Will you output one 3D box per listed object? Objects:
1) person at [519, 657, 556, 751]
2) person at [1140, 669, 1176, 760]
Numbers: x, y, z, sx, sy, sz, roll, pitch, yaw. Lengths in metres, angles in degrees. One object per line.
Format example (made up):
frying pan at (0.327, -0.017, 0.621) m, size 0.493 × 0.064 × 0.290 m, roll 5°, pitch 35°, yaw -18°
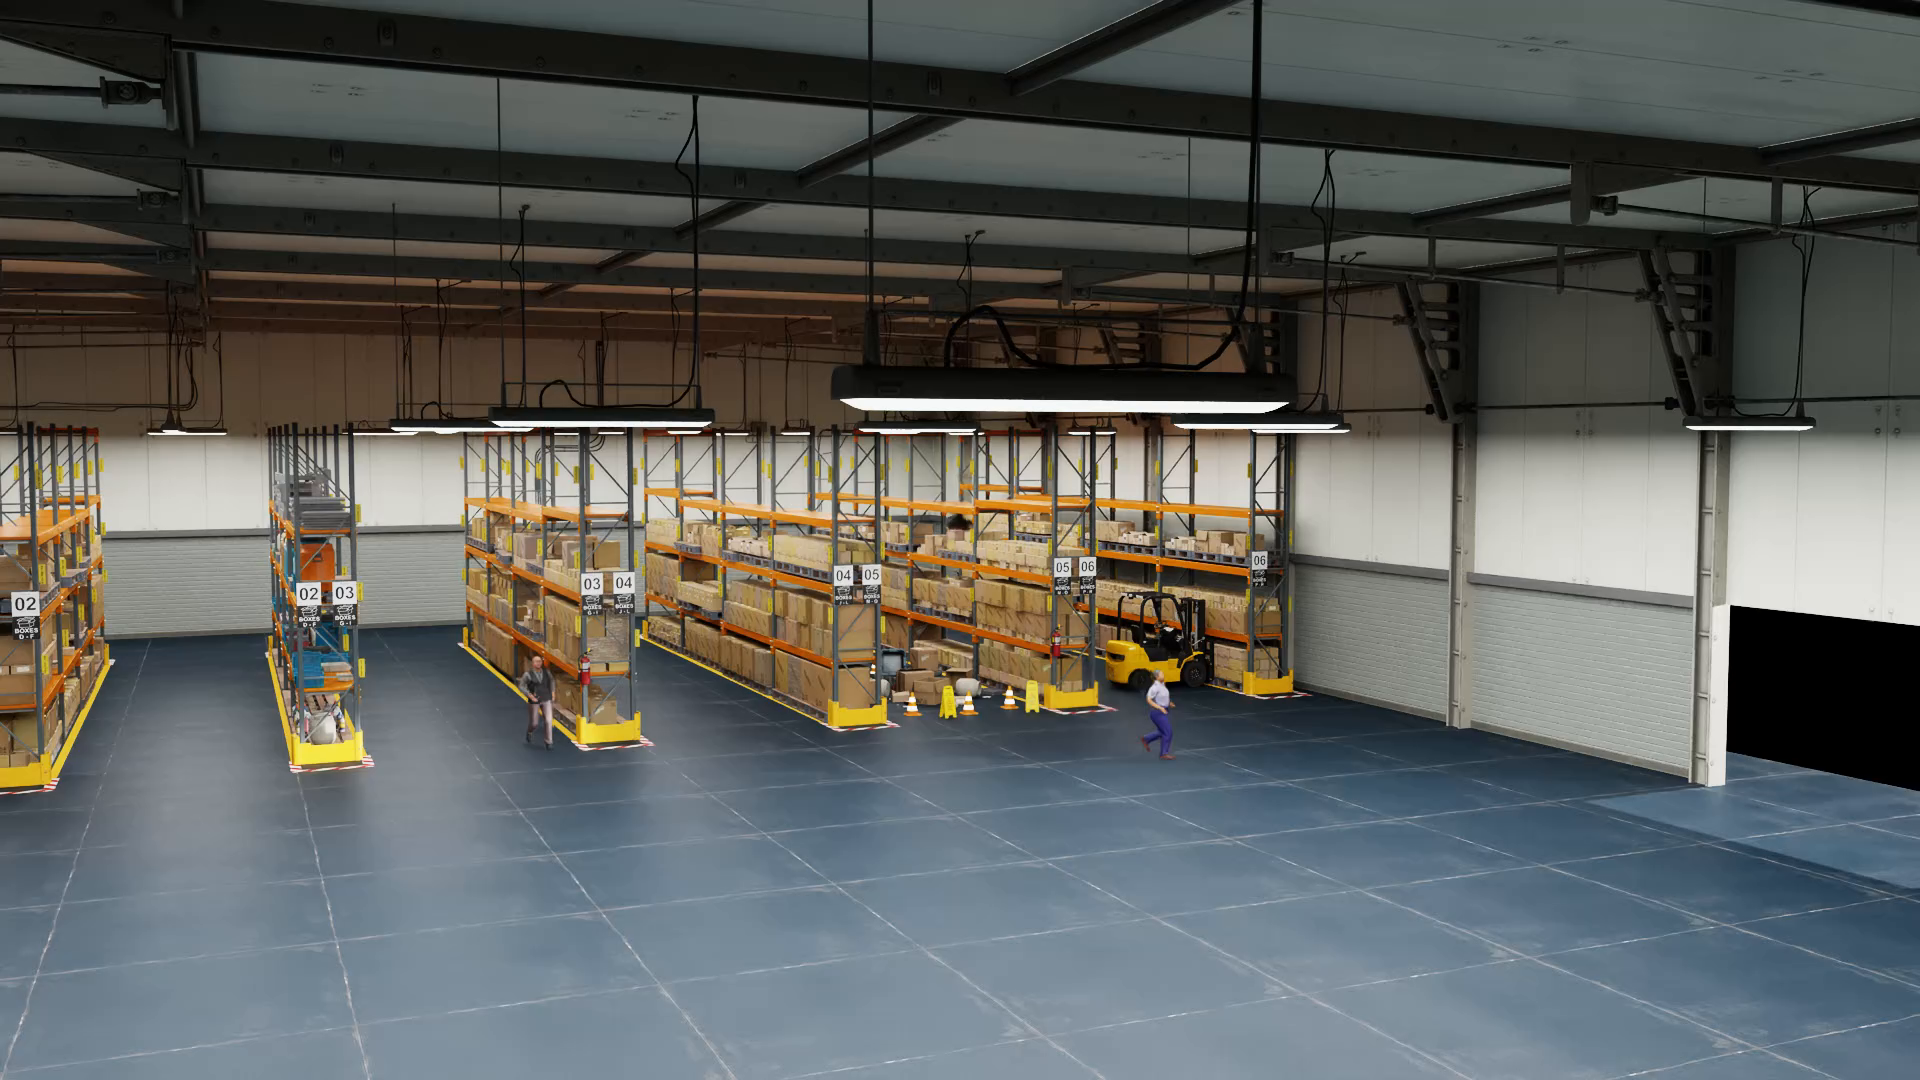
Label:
person at (-7.794, 3.047, 30.737) m, size 0.696 × 1.655 × 0.774 m, roll -2°, pitch 4°, yaw -31°
person at (3.538, 3.111, 29.730) m, size 0.669 × 1.587 × 0.613 m, roll 1°, pitch 4°, yaw 22°
